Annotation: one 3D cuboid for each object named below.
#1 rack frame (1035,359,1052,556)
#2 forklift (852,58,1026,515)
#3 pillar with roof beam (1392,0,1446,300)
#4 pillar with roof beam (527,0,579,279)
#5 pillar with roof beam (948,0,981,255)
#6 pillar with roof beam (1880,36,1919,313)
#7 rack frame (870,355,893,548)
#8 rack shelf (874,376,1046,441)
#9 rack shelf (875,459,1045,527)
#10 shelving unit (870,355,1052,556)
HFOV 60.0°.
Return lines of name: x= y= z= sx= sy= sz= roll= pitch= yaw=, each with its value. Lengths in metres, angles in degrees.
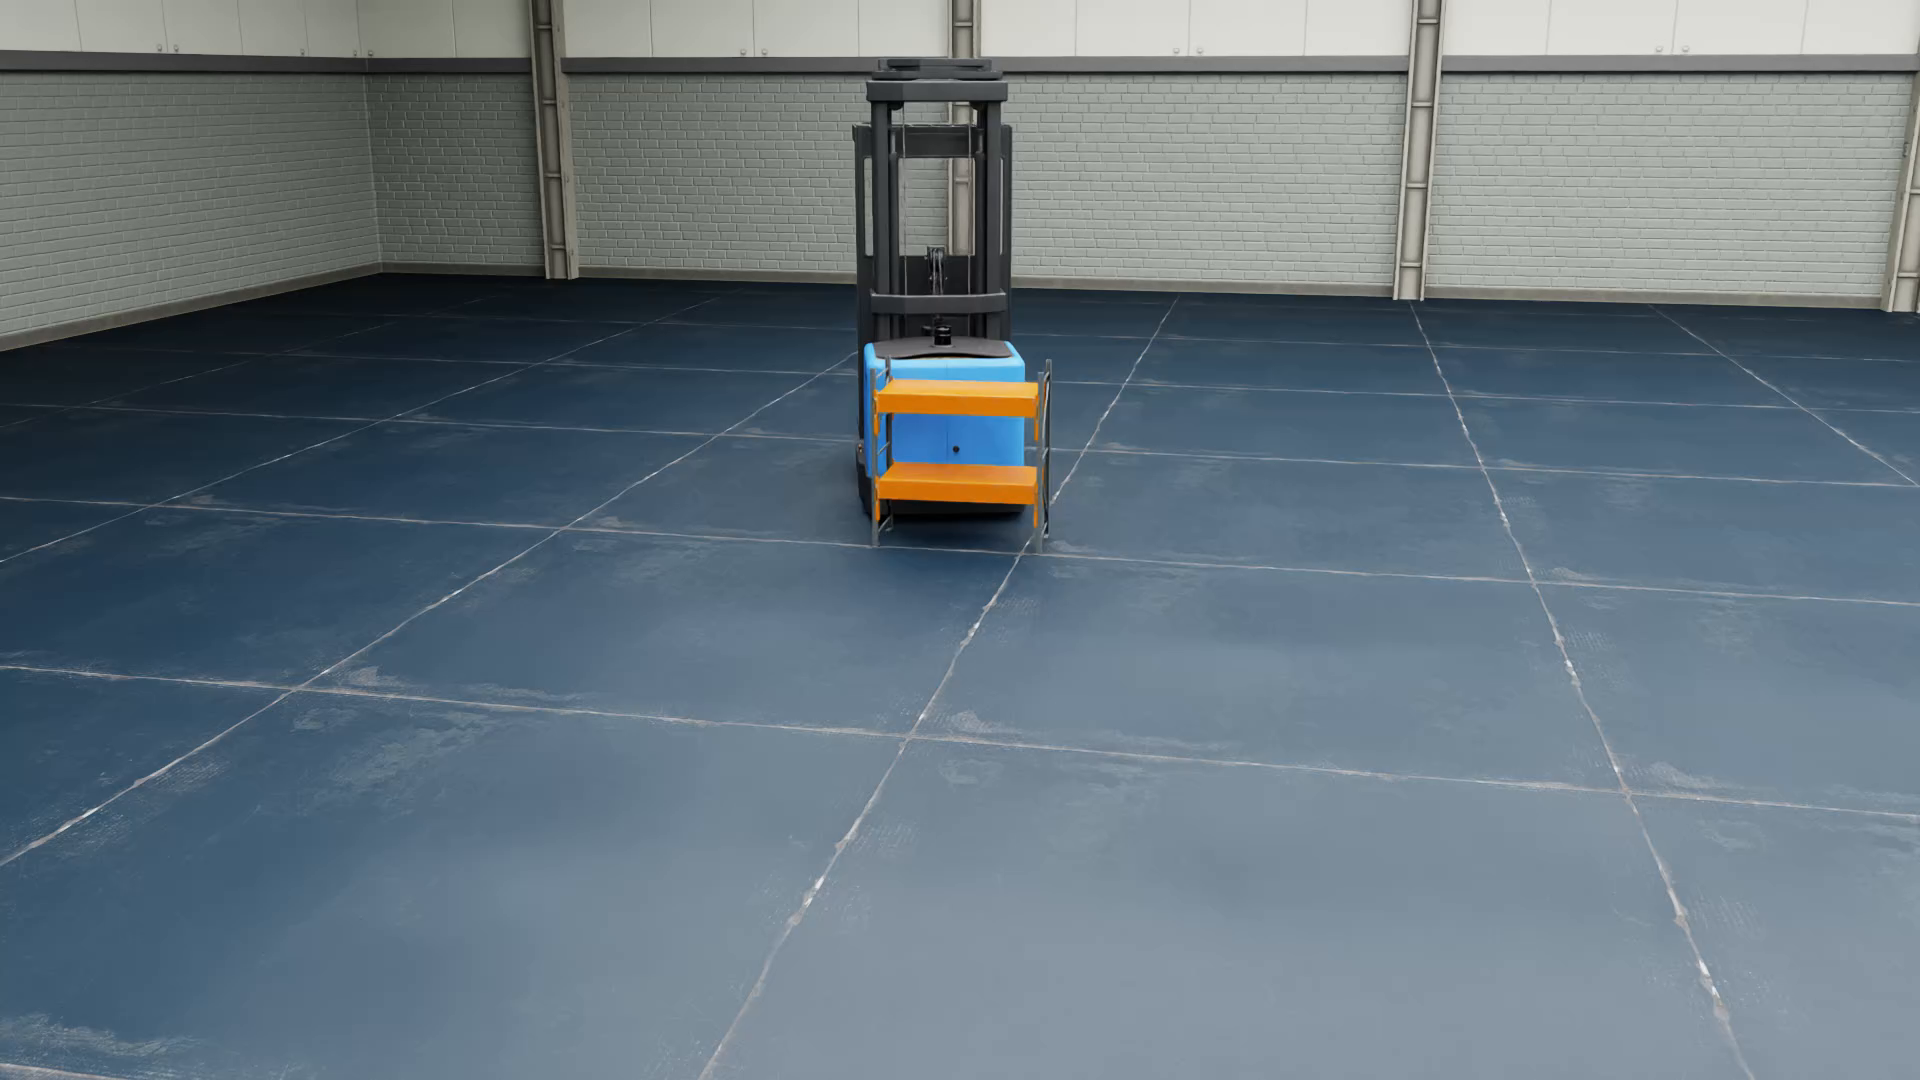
rack frame: x=0.515 y=-0.514 z=10.239 sx=0.032 sy=1.125 sz=0.500 roll=2 pitch=16 yaw=9
forklift: x=-0.204 y=-1.918 z=11.927 sx=1.130 sy=2.935 sz=3.031 roll=-1 pitch=16 yaw=-5
pillar with roof beam: x=5.083 y=-6.413 z=16.788 sx=0.400 sy=9.000 sz=9.100 roll=3 pitch=16 yaw=11
pillar with roof beam: x=-6.677 y=-7.052 z=19.093 sx=0.400 sy=9.000 sz=9.100 roll=3 pitch=16 yaw=11
pillar with roof beam: x=-0.797 y=-6.733 z=17.940 sx=0.400 sy=9.000 sz=9.100 roll=3 pitch=16 yaw=11
pillar with roof beam: x=10.962 y=-6.094 z=15.636 sx=0.400 sy=9.000 sz=9.100 roll=3 pitch=16 yaw=11
rack frame: x=-0.489 y=-0.556 z=10.392 sx=0.032 sy=1.125 sz=0.500 roll=2 pitch=16 yaw=9
rack shelf: x=0.013 y=-0.817 z=10.238 sx=1.000 sy=0.278 sz=0.538 roll=2 pitch=16 yaw=9
rack shelf: x=0.013 y=-0.299 z=10.381 sx=1.000 sy=0.278 sz=0.538 roll=2 pitch=16 yaw=9
shelving unit: x=0.013 y=-0.535 z=10.316 sx=1.048 sy=1.125 sz=0.538 roll=2 pitch=16 yaw=9
